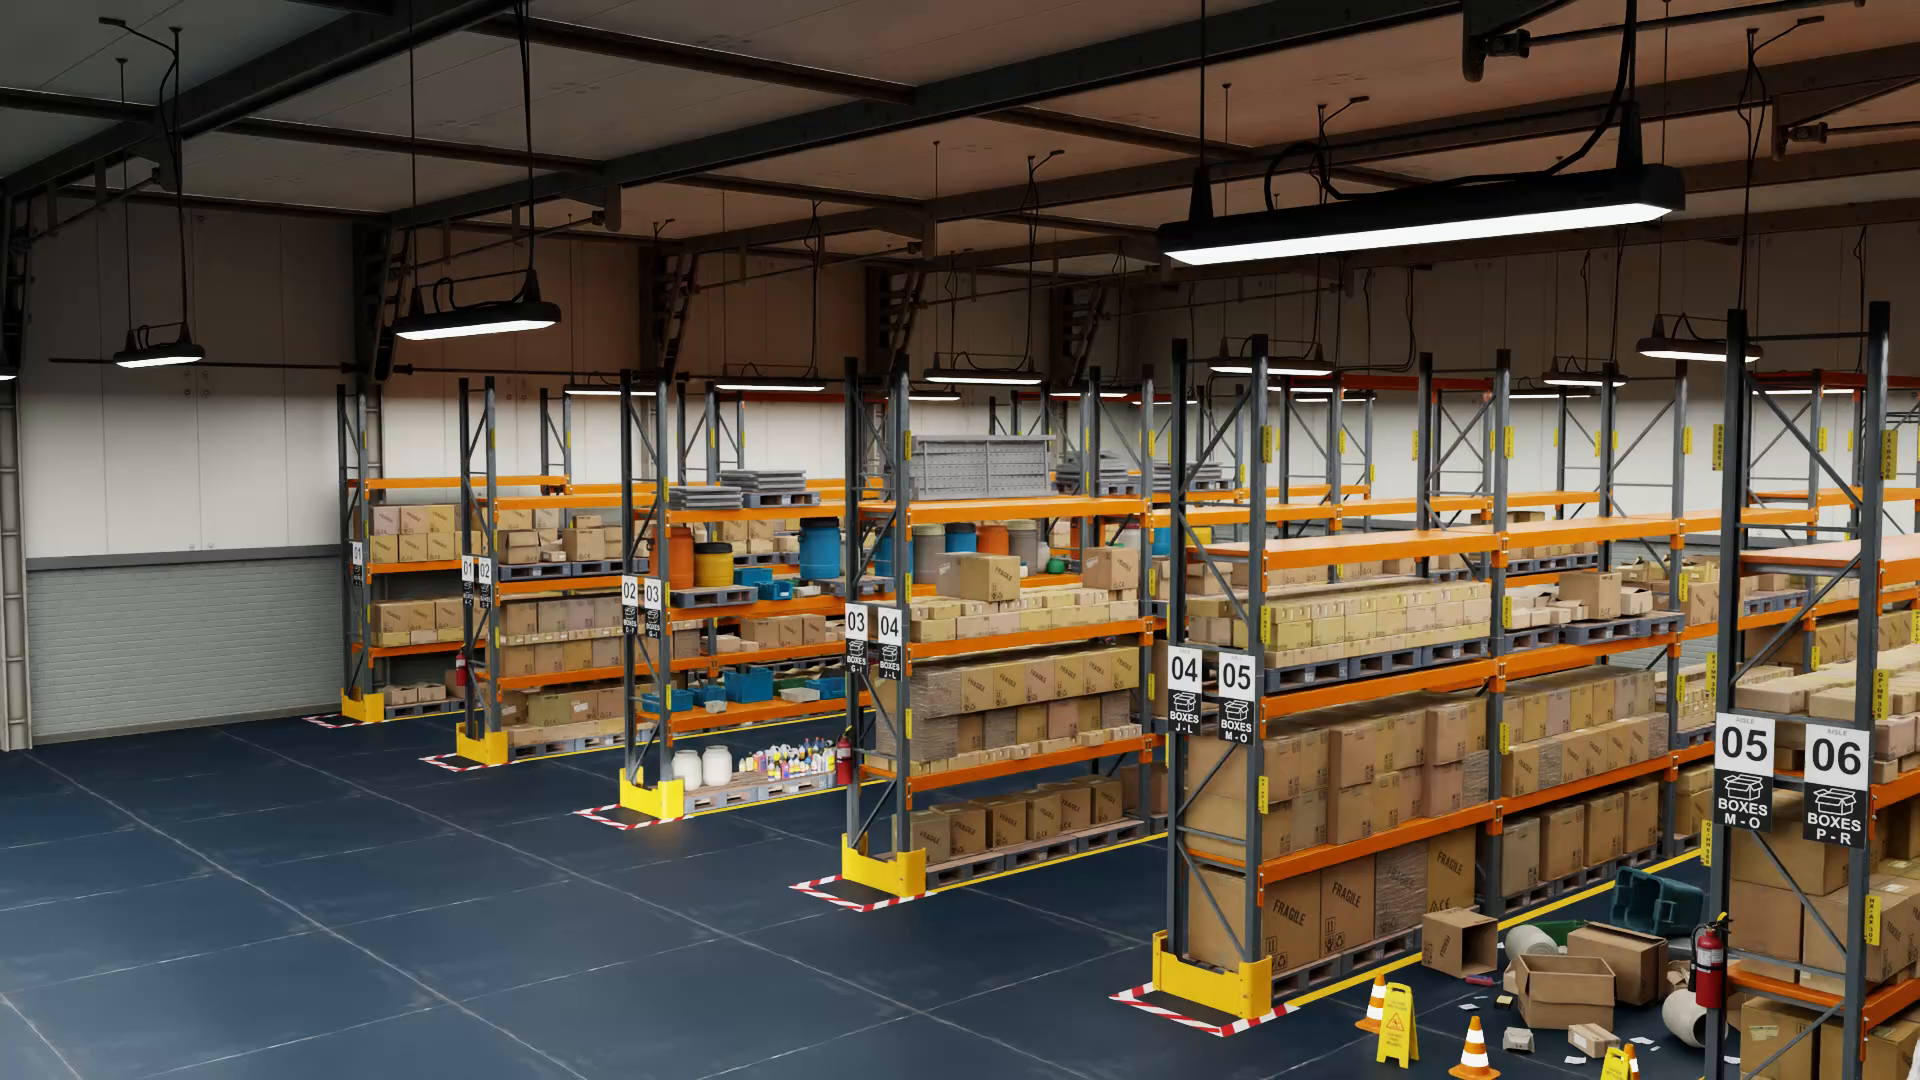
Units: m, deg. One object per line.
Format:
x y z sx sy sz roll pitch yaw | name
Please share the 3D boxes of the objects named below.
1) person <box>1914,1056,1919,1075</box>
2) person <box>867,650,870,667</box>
5.980 3.631 10.049 0.552 1.759 0.658 2 4 24 | person
-2.077 1.900 34.804 0.517 1.593 0.376 0 4 0 | person
